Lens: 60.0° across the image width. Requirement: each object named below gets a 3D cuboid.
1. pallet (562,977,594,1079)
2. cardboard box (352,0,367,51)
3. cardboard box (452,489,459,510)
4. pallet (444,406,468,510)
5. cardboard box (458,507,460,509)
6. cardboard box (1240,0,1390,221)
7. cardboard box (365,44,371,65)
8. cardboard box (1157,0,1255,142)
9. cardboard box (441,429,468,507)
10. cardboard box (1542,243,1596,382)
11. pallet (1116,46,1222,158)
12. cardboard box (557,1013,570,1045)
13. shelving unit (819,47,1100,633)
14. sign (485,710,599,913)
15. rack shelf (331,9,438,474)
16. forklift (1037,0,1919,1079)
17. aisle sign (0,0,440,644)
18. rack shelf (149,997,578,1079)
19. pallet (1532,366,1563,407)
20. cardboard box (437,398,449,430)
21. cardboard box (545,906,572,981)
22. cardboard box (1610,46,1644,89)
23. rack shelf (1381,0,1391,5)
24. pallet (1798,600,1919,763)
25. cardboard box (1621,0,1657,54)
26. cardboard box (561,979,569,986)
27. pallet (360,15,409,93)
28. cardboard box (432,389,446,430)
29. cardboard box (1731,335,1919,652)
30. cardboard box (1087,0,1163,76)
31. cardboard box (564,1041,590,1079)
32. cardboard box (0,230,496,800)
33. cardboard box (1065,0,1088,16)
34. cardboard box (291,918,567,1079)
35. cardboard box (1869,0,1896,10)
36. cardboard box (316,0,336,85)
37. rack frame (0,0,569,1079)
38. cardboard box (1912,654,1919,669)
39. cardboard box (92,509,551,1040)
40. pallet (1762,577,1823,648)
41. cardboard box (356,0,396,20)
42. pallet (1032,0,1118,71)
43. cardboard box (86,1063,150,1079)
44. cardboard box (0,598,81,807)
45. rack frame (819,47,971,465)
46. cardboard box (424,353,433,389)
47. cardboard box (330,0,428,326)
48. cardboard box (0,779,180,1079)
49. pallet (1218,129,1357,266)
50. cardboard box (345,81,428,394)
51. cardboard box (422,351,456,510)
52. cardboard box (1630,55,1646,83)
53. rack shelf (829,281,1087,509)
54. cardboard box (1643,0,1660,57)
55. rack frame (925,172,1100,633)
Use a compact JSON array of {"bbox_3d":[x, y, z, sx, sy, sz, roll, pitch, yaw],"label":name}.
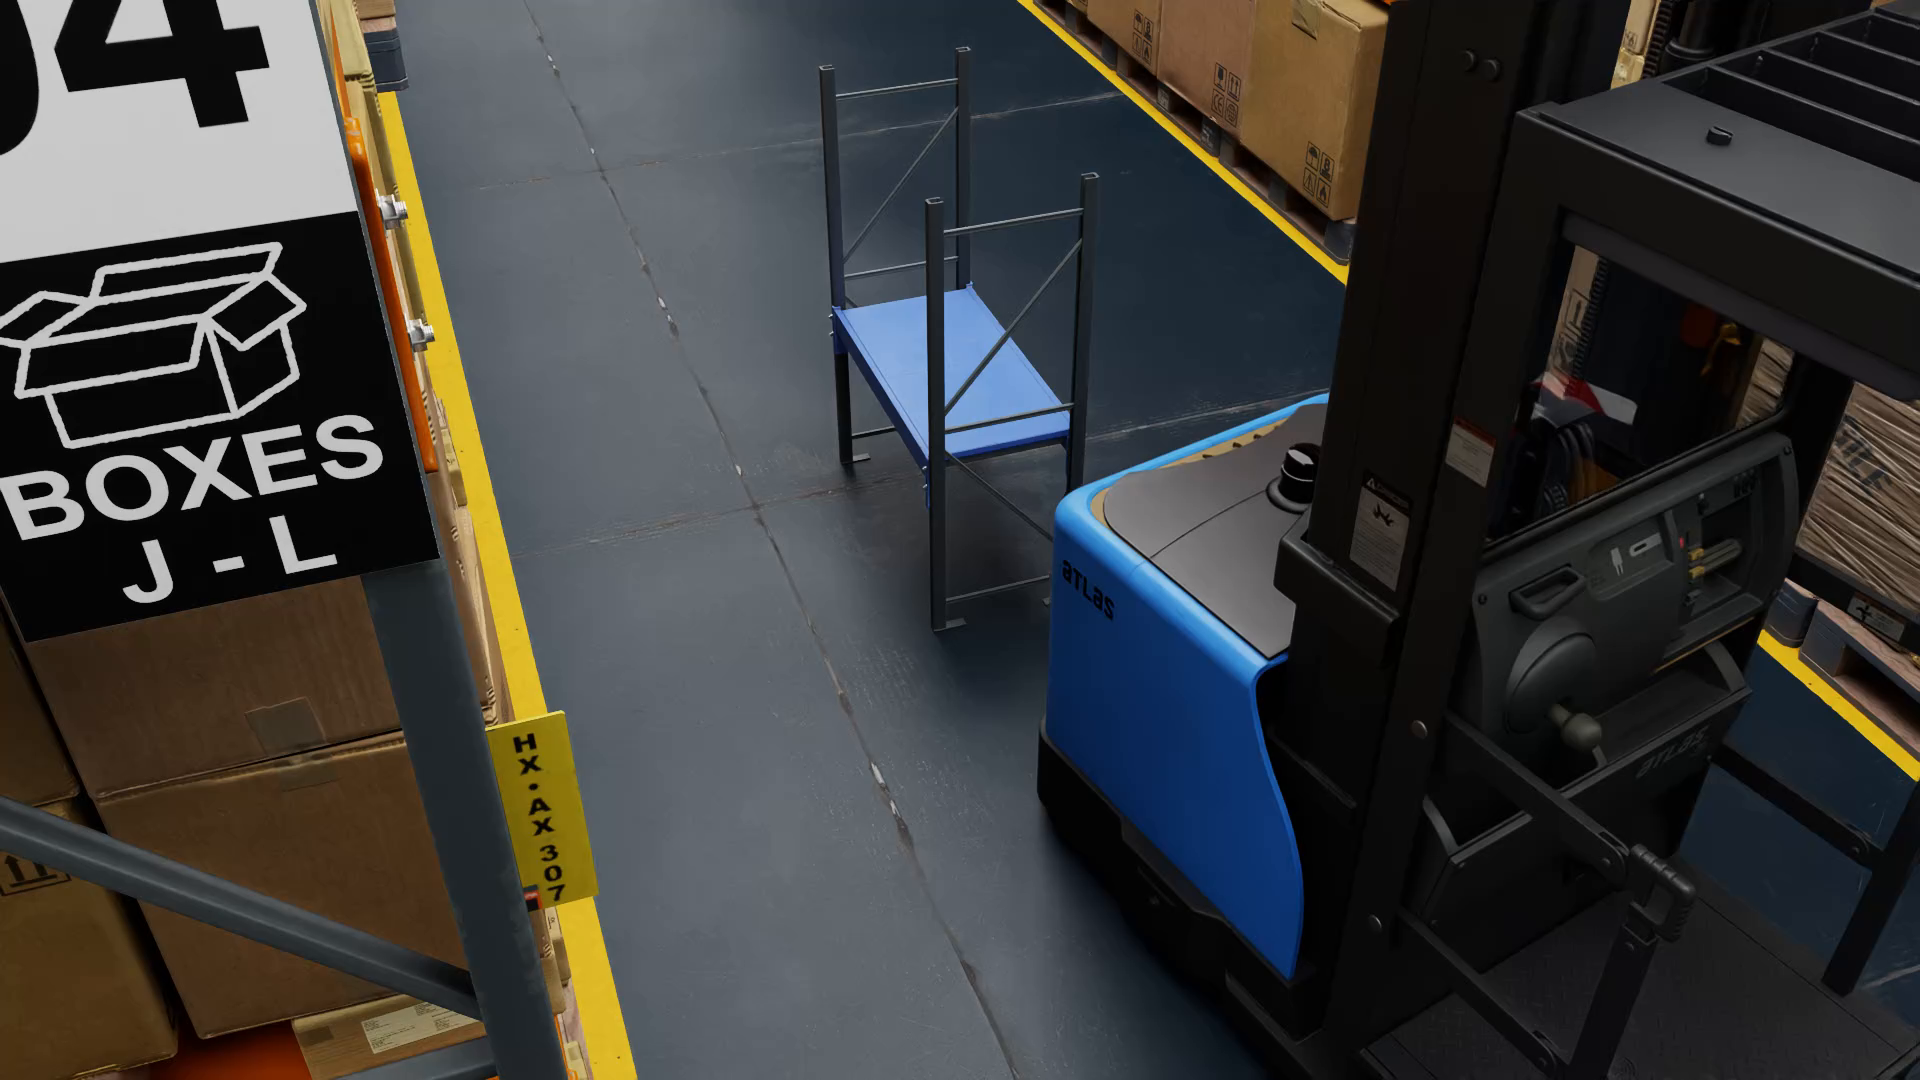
[{"bbox_3d":[-1.304,1.408,3.705,1.003,0.211,1.213,-12,39,-16],"label":"pallet"},{"bbox_3d":[-1.453,-0.932,3.333,0.500,0.500,0.500,-14,39,-17],"label":"cardboard box"},{"bbox_3d":[-1.627,-0.004,4.788,0.380,0.149,0.250,-14,39,-18],"label":"cardboard box"},{"bbox_3d":[-2.143,0.030,5.535,1.003,0.211,1.213,-12,39,-16],"label":"pallet"},{"bbox_3d":[-1.791,-0.034,5.322,0.380,0.149,0.250,-14,39,-17],"label":"cardboard box"},{"bbox_3d":[2.045,-2.102,7.465,1.225,0.875,0.875,-12,39,-16],"label":"cardboard box"},{"bbox_3d":[-1.798,-1.106,4.395,0.500,0.500,0.500,-13,39,-17],"label":"cardboard box"},{"bbox_3d":[1.737,-2.607,8.135,1.225,0.875,0.875,-14,39,-18],"label":"cardboard box"},{"bbox_3d":[-1.787,-0.194,5.287,0.380,0.149,0.250,-14,39,-18],"label":"cardboard box"},{"bbox_3d":[2.746,-0.847,5.798,0.875,0.875,0.875,-12,39,-16],"label":"cardboard box"},{"bbox_3d":[1.524,-2.423,8.791,1.003,0.211,1.213,-12,39,-16],"label":"pallet"},{"bbox_3d":[-1.012,1.140,3.516,0.380,0.149,0.250,-13,39,-16],"label":"cardboard box"},{"bbox_3d":[-0.029,-0.647,5.363,0.538,1.500,1.048,-12,39,-16],"label":"shelving unit"},{"bbox_3d":[-0.522,0.345,2.079,0.100,0.325,0.005,-12,39,-16],"label":"sign"},{"bbox_3d":[-1.720,-1.237,3.004,1.077,0.370,4.000,-12,39,-16],"label":"rack shelf"},{"bbox_3d":[1.440,0.166,3.094,1.130,2.935,3.031,-21,42,-26],"label":"forklift"},{"bbox_3d":[-0.725,-0.256,1.435,0.394,0.787,0.004,-12,39,-16],"label":"aisle sign"},{"bbox_3d":[-1.720,-0.039,3.906,1.077,0.370,4.000,-12,39,-16],"label":"rack shelf"},{"bbox_3d":[2.472,-0.866,6.725,1.003,0.211,1.213,-12,39,-16],"label":"pallet"},{"bbox_3d":[-1.953,-0.334,5.721,0.380,0.149,0.250,-12,39,-15],"label":"cardboard box"},{"bbox_3d":[-1.067,0.871,3.627,0.380,0.149,0.250,-13,39,-16],"label":"cardboard box"},{"bbox_3d":[2.347,-1.644,5.649,0.380,0.149,0.250,-13,39,-17],"label":"cardboard box"},{"bbox_3d":[1.596,-3.268,8.194,1.077,0.370,4.000,-12,39,-16],"label":"rack shelf"},{"bbox_3d":[3.312,0.512,4.895,1.003,0.211,1.213,-12,39,-16],"label":"pallet"},{"bbox_3d":[2.366,-1.883,5.634,0.500,0.250,0.500,-13,39,-16],"label":"cardboard box"},{"bbox_3d":[-1.155,0.975,3.982,0.380,0.149,0.250,-12,39,-15],"label":"cardboard box"},{"bbox_3d":[-2.534,-1.841,5.861,1.003,0.211,1.213,-12,39,-16],"label":"pallet"},{"bbox_3d":[-1.896,-0.341,5.483,0.380,0.149,0.250,-14,39,-18],"label":"cardboard box"},{"bbox_3d":[3.052,-0.344,5.131,0.875,0.875,0.875,-12,39,-16],"label":"cardboard box"},{"bbox_3d":[1.425,-3.105,8.796,1.225,0.875,0.875,-12,39,-16],"label":"cardboard box"},{"bbox_3d":[-0.893,1.171,3.229,0.380,0.149,0.250,-14,39,-18],"label":"cardboard box"},{"bbox_3d":[-0.937,-0.063,2.179,0.500,0.500,0.500,-13,39,-16],"label":"cardboard box"},{"bbox_3d":[1.125,-3.610,9.467,1.225,0.875,0.875,-14,39,-18],"label":"cardboard box"},{"bbox_3d":[-0.835,0.653,2.599,0.380,0.149,0.250,-13,39,-16],"label":"cardboard box"},{"bbox_3d":[2.554,-1.888,5.018,0.500,0.500,0.500,-14,39,-17],"label":"cardboard box"},{"bbox_3d":[-0.946,-0.641,1.740,0.500,0.250,0.500,-11,38,-14],"label":"cardboard box"},{"bbox_3d":[-1.028,0.803,2.191,0.949,2.616,0.053,-12,39,-16],"label":"rack frame"},{"bbox_3d":[3.365,0.170,4.448,0.875,0.875,0.875,-12,39,-16],"label":"cardboard box"},{"bbox_3d":[-0.926,0.334,2.483,0.500,0.500,0.500,-11,38,-14],"label":"cardboard box"},{"bbox_3d":[2.896,-0.176,5.808,1.003,0.211,1.213,-12,39,-16],"label":"pallet"},{"bbox_3d":[-2.112,-1.841,5.561,0.380,0.149,0.250,-14,39,-18],"label":"cardboard box"},{"bbox_3d":[1.108,-3.111,9.704,1.003,0.211,1.213,-12,39,-16],"label":"pallet"},{"bbox_3d":[-1.409,0.778,2.432,0.380,0.149,0.250,-12,39,-16],"label":"cardboard box"},{"bbox_3d":[-1.422,0.039,2.044,0.500,0.500,0.500,-13,39,-17],"label":"cardboard box"},{"bbox_3d":[-0.204,-0.934,5.744,0.500,1.500,0.032,-12,39,-16],"label":"rack frame"},{"bbox_3d":[-2.001,-0.492,5.683,0.380,0.149,0.250,-12,39,-15],"label":"cardboard box"},{"bbox_3d":[-1.274,-0.645,2.952,0.500,0.500,0.500,-13,39,-17],"label":"cardboard box"},{"bbox_3d":[-1.428,0.444,2.337,0.500,0.500,0.500,-12,39,-15],"label":"cardboard box"},{"bbox_3d":[1.948,-1.732,7.874,1.003,0.211,1.213,-12,39,-16],"label":"pallet"},{"bbox_3d":[-1.116,-0.347,2.556,0.500,0.500,0.500,-11,38,-15],"label":"cardboard box"},{"bbox_3d":[-1.291,-0.242,3.248,0.500,0.500,0.500,-12,39,-15],"label":"cardboard box"},{"bbox_3d":[2.435,-1.500,5.457,0.380,0.149,0.250,-13,39,-17],"label":"cardboard box"},{"bbox_3d":[-0.029,-0.504,5.471,0.538,0.185,1.000,-12,39,-16],"label":"rack shelf"},{"bbox_3d":[2.550,-1.592,5.247,0.500,0.250,0.500,-12,38,-15],"label":"cardboard box"},{"bbox_3d":[0.146,-0.360,4.981,0.500,1.500,0.032,-12,39,-16],"label":"rack frame"}]
